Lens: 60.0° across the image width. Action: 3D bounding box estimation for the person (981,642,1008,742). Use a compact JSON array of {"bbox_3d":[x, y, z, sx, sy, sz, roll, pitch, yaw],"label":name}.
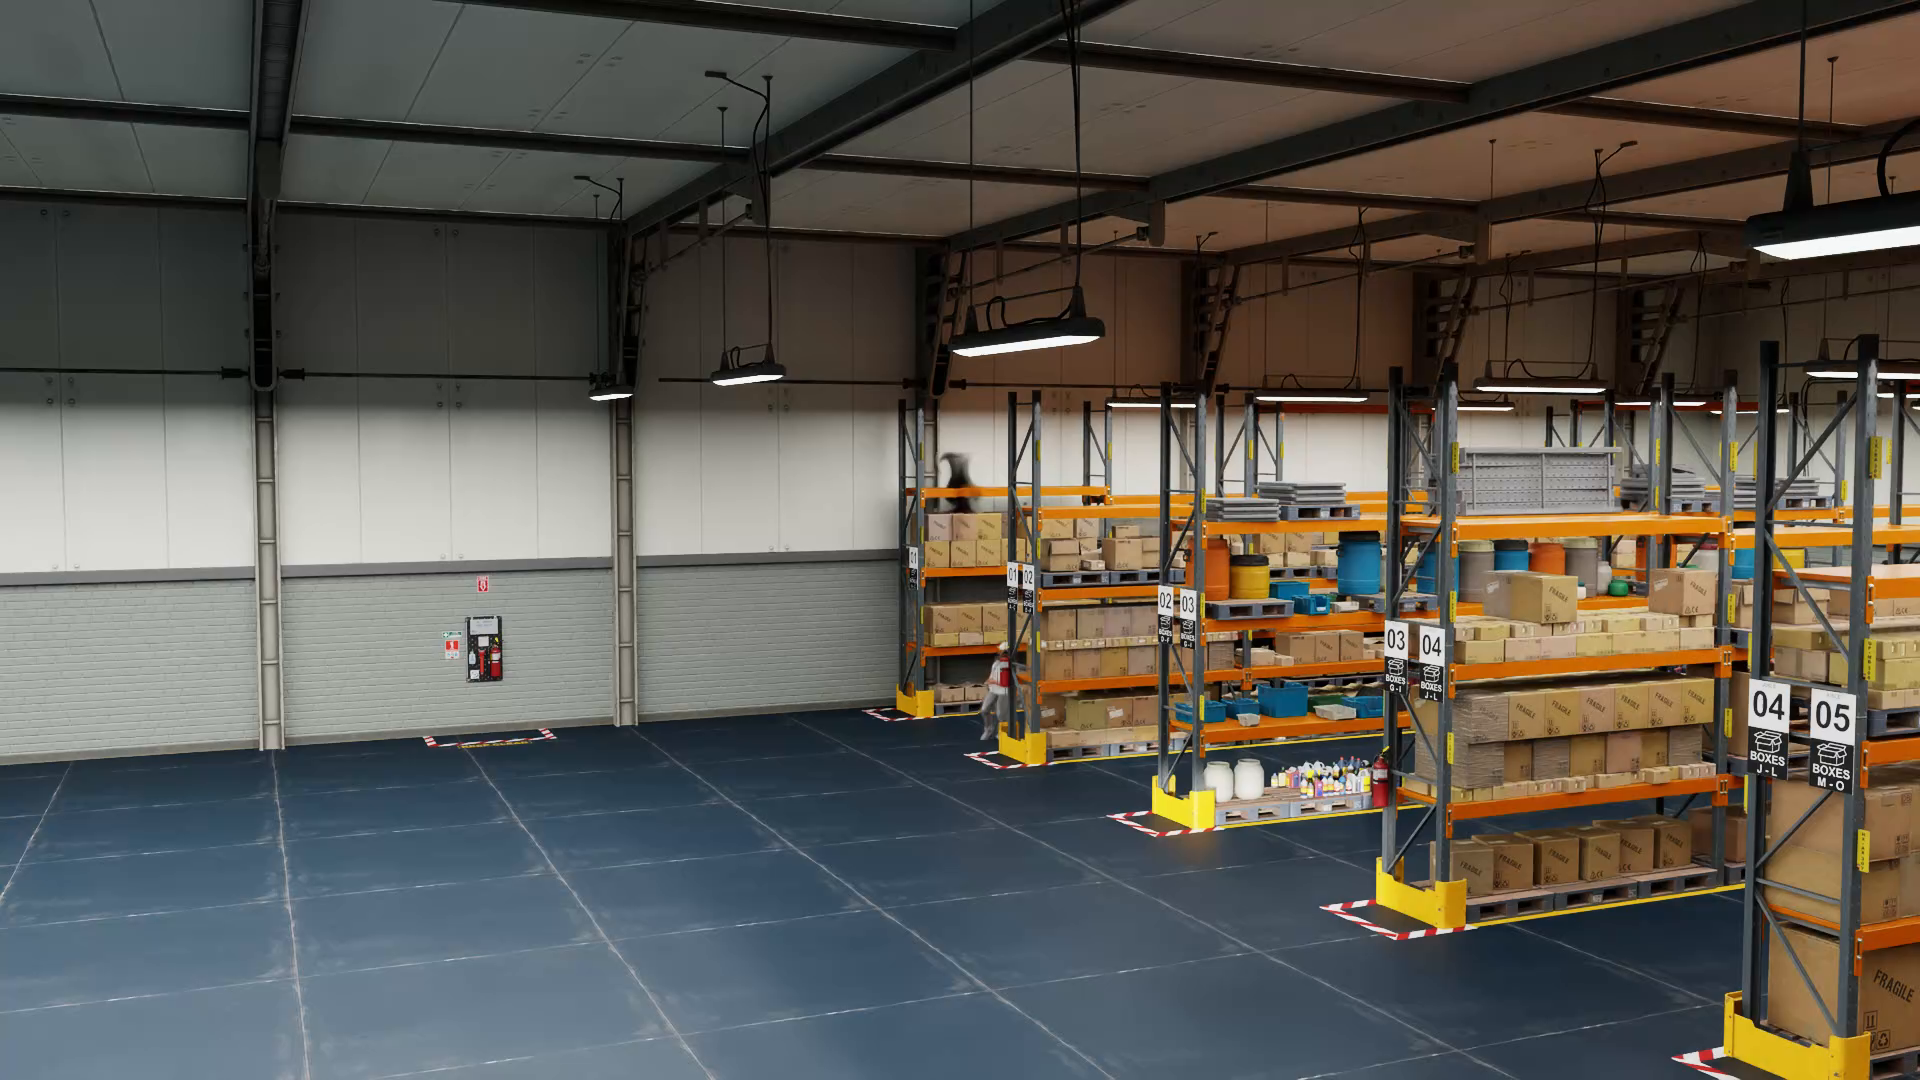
[{"bbox_3d":[0.702,2.619,28.676,0.685,1.759,0.661,-3,5,-43],"label":"person"}]
